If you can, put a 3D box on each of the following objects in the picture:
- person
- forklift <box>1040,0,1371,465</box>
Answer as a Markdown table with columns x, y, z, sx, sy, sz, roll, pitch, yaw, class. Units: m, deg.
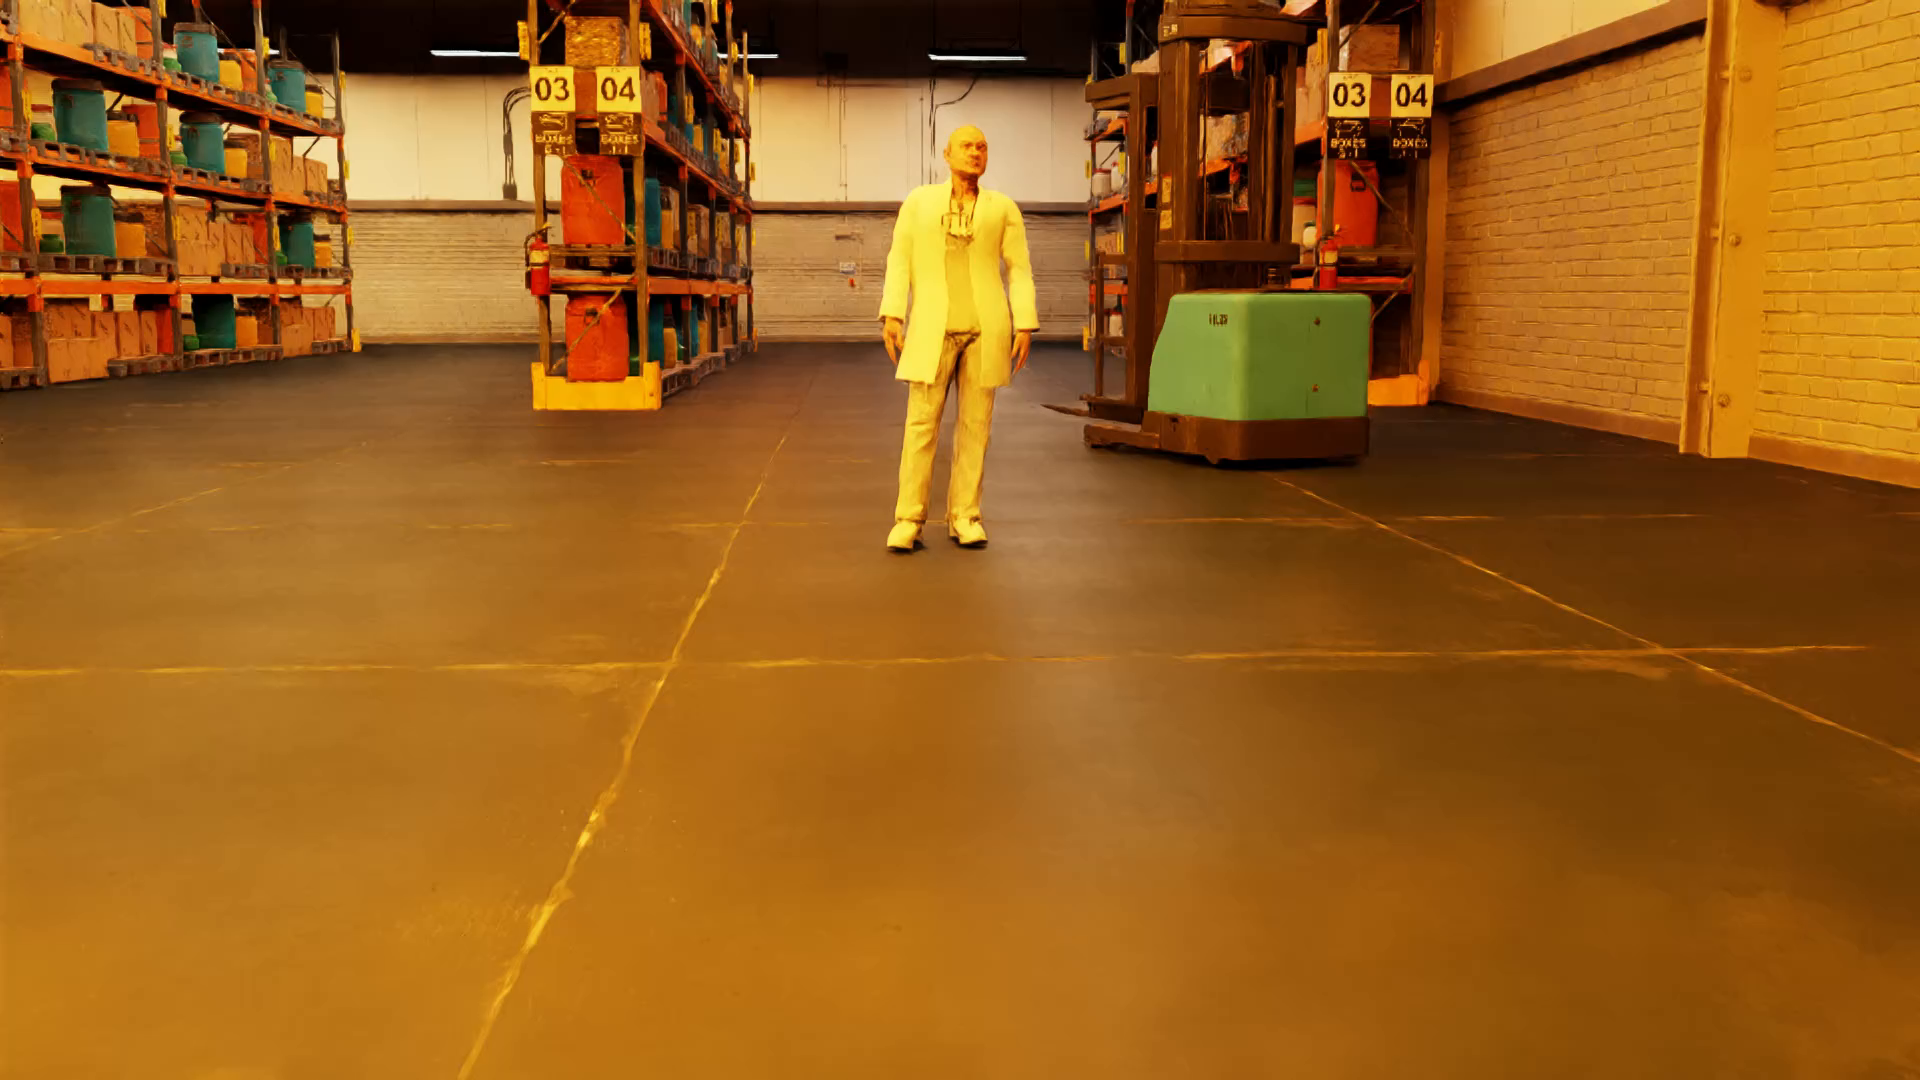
| x | y | z | sx | sy | sz | roll | pitch | yaw | class |
| --- | --- | --- | --- | --- | --- | --- | --- | --- | --- |
| 0.001 | -0.873 | 7.088 | 0.694 | 1.776 | 0.579 | -1 | 8 | -4 | person |
| 1.532 | -2.094 | 11.434 | 1.130 | 2.935 | 3.031 | -4 | 9 | -23 | forklift |
